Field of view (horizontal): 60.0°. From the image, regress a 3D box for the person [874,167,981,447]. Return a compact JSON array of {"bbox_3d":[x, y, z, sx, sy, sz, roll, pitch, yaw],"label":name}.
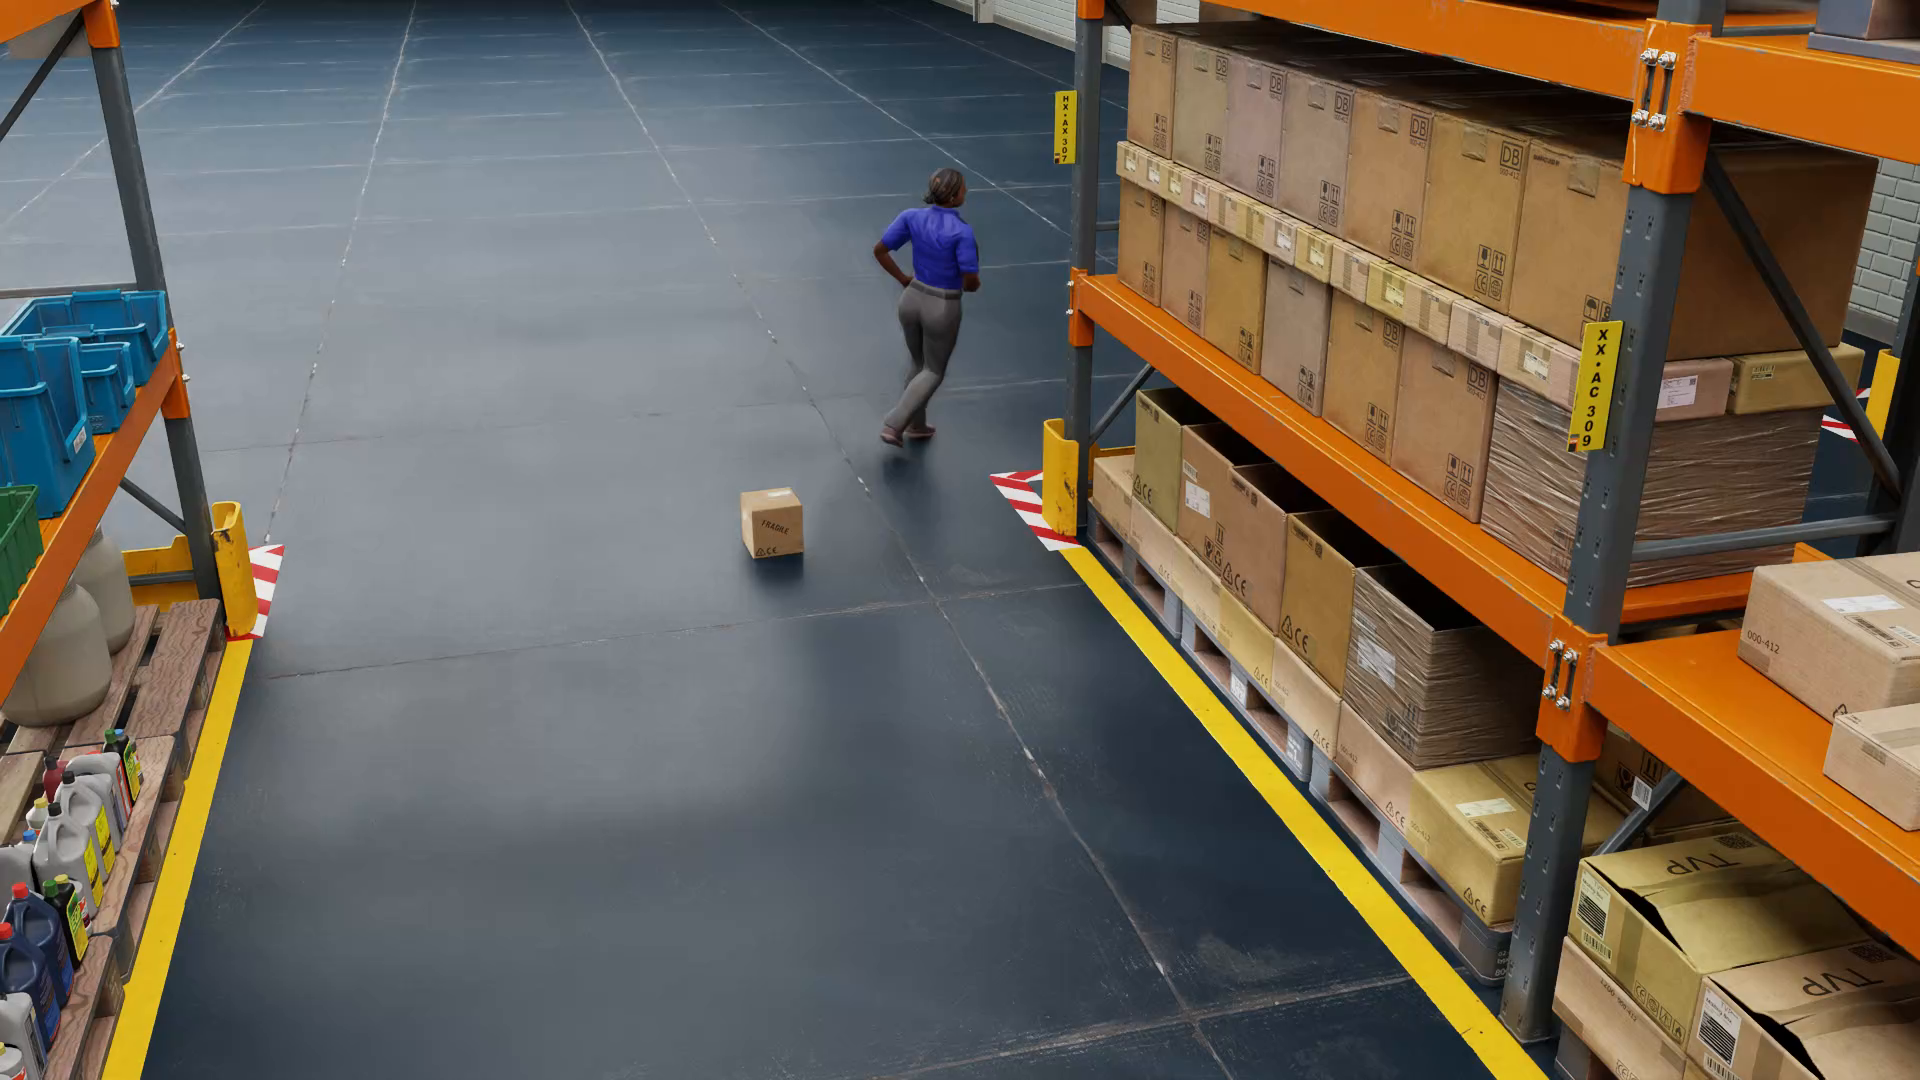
[{"bbox_3d":[-0.133,-1.221,9.029,0.624,1.628,0.681,14,27,30],"label":"person"}]
